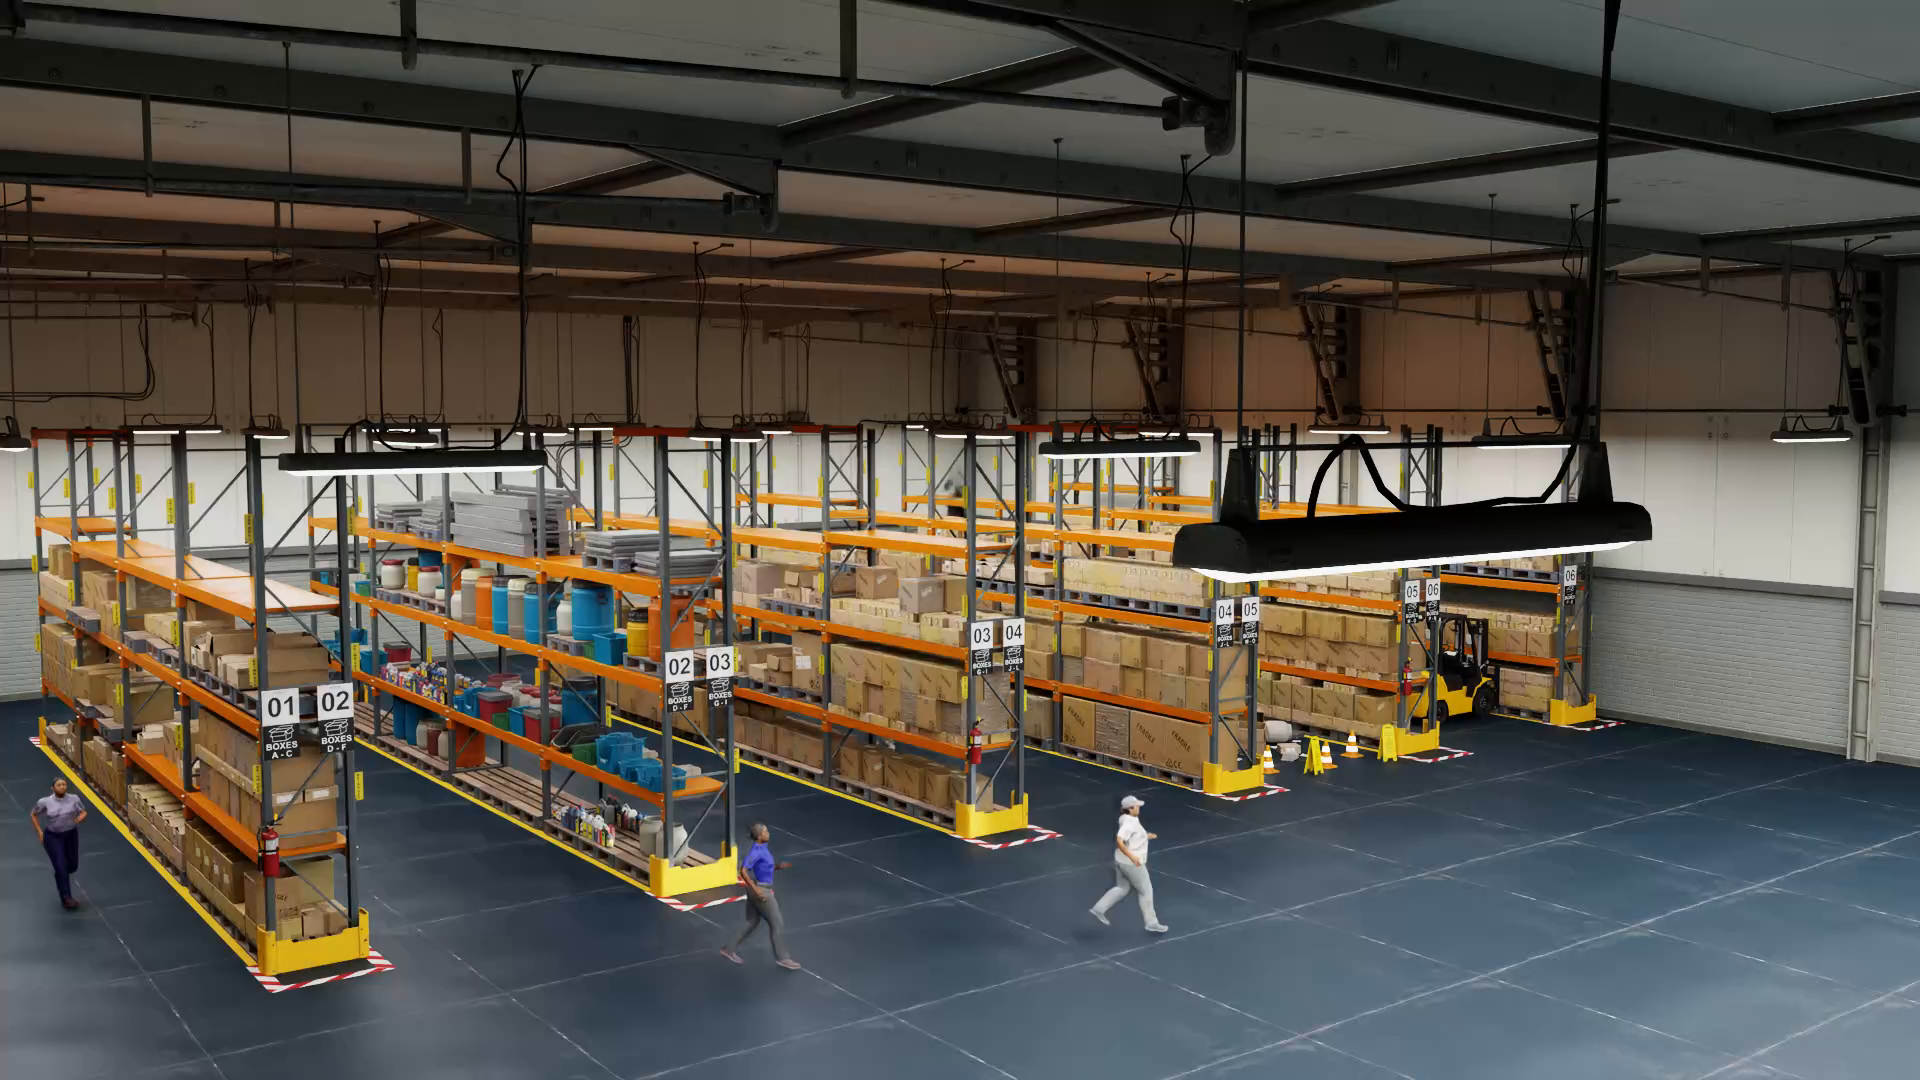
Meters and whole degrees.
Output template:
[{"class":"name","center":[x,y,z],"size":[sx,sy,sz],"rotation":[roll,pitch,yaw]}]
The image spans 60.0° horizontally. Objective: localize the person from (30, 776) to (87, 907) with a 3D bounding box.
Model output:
[{"class":"person","center":[-11.545,3.830,21.342],"size":[0.855,1.626,0.610],"rotation":[4,6,43]}]

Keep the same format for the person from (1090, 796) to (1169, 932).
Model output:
[{"class":"person","center":[2.053,3.905,20.078],"size":[0.943,1.652,0.606],"rotation":[-1,5,-10]}]

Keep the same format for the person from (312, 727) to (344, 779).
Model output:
[{"class":"person","center":[-10.328,3.422,27.258],"size":[0.549,1.534,0.529],"rotation":[4,6,44]}]

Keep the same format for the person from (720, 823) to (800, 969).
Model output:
[{"class":"person","center":[-2.260,4.023,18.735],"size":[0.893,1.662,0.563],"rotation":[-1,5,-14]}]

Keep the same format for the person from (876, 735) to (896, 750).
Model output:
[{"class":"person","center":[-1.419,3.080,31.026],"size":[0.584,1.740,0.732],"rotation":[-4,6,-43]}]
